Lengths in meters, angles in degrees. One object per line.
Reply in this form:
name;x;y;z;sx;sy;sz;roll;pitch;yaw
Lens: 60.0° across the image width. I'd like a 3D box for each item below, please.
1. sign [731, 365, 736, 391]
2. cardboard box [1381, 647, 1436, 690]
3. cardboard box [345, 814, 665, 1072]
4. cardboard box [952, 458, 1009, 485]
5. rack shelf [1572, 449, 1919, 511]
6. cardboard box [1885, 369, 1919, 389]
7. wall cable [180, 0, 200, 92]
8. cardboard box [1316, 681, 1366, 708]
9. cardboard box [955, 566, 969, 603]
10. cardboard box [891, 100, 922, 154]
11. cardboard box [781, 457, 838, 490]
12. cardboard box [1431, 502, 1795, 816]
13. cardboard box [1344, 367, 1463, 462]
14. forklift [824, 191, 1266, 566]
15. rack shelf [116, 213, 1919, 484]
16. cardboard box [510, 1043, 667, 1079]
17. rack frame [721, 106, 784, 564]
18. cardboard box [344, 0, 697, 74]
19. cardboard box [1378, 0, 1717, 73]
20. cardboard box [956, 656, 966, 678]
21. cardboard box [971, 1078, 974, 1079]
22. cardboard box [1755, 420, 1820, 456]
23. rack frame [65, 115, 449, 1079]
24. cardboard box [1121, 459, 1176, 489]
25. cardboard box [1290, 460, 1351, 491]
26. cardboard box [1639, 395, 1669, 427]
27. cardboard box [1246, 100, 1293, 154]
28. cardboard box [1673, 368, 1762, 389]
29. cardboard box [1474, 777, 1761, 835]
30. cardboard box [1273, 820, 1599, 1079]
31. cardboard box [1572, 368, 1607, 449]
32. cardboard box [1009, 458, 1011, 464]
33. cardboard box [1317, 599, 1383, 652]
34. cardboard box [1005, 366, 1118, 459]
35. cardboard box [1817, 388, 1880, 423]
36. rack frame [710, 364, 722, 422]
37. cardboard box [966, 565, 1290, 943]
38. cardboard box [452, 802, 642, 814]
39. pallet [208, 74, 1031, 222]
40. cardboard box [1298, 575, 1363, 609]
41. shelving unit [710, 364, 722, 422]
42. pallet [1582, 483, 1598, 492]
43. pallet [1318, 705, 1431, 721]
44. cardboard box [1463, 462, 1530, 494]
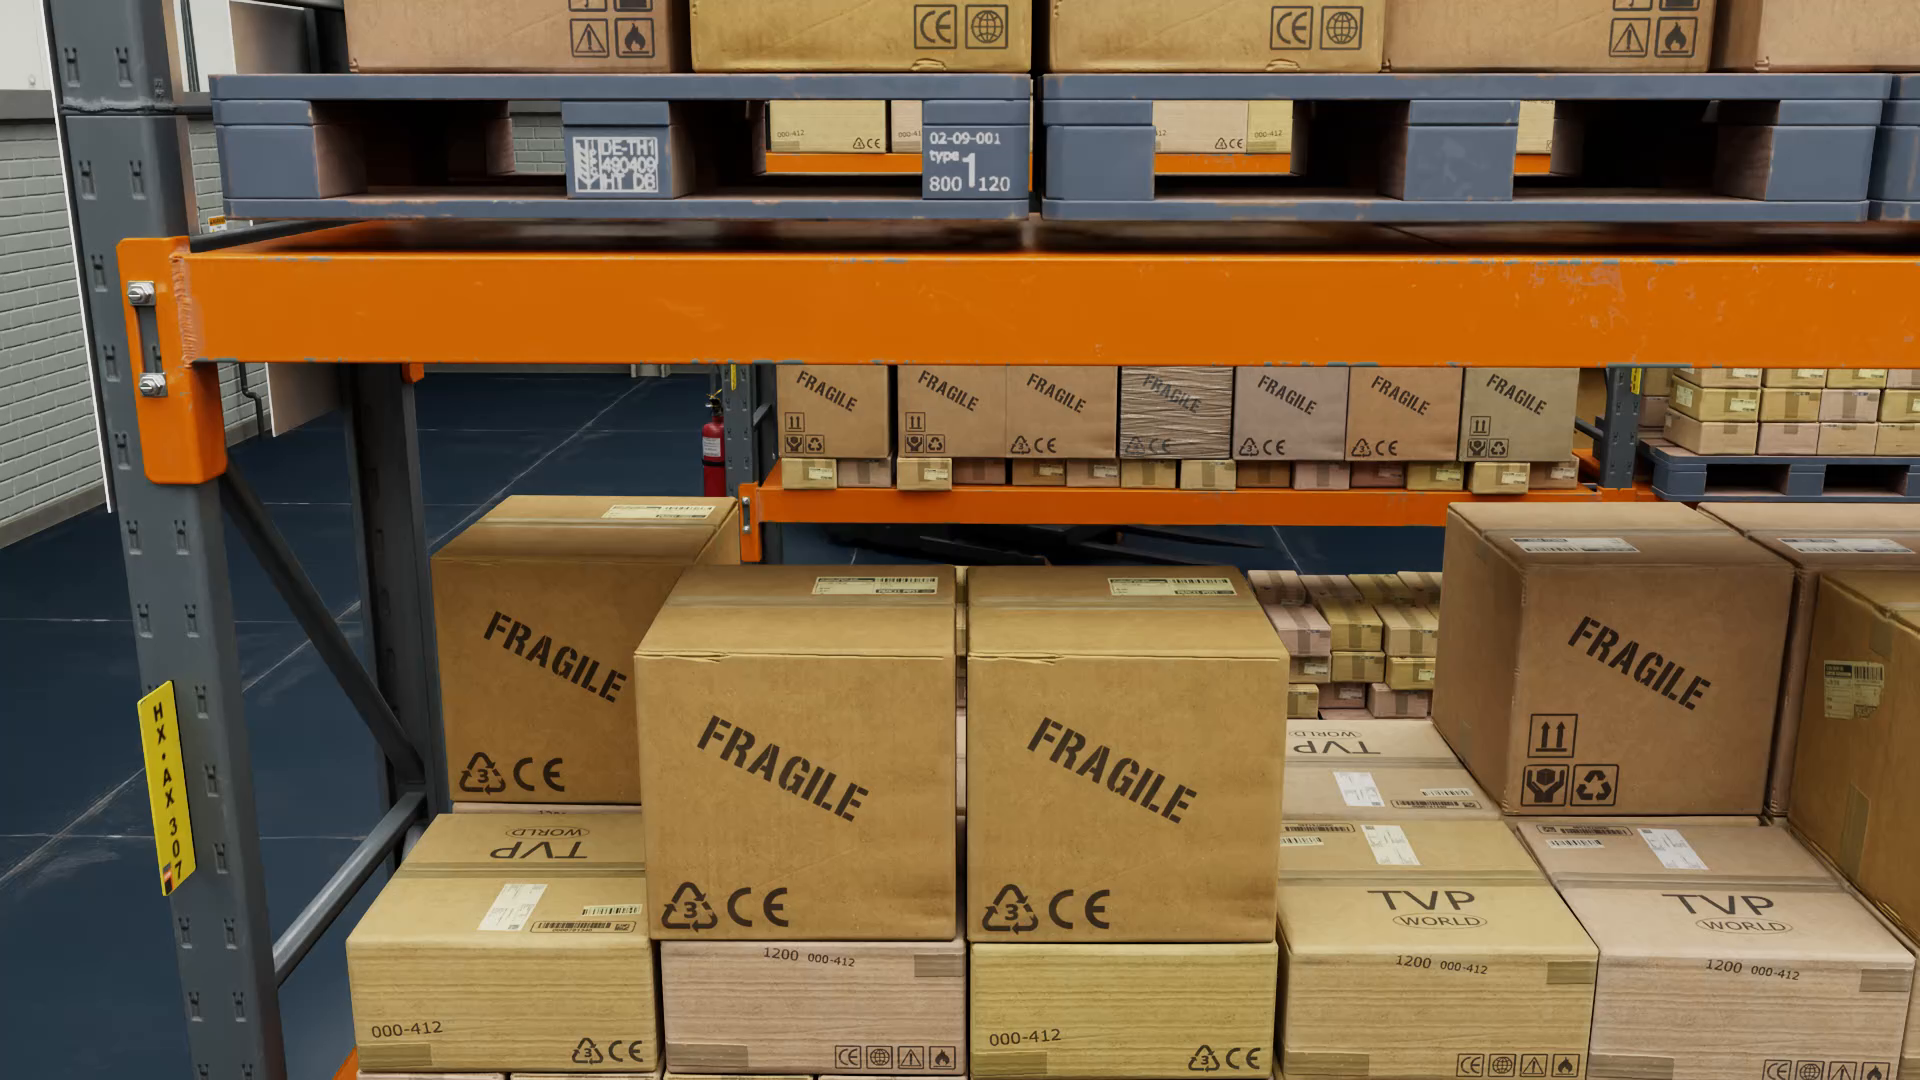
sign;-1.016;-0.837;7.436;0.005;0.325;0.100;0;15;1
cardboard box;2.135;0.584;7.929;0.250;0.149;0.380;0;15;-1
cardboard box;-0.757;0.708;2.987;0.500;0.250;0.500;0;15;0
cardboard box;0.099;-0.376;7.879;0.250;0.149;0.380;1;15;4
rack shelf;4.996;-0.170;8.014;4.000;0.370;1.077;0;15;1
cardboard box;4.163;-0.775;7.402;0.250;0.149;0.380;0;15;1
wall cable;-6.539;-5.606;15.375;0.133;3.039;2.988;0;15;1
cardboard box;1.812;0.688;8.118;0.250;0.149;0.380;0;15;0
cardboard box;0.046;0.255;8.592;0.250;0.149;0.380;0;15;0
cardboard box;-0.033;-1.862;7.432;0.500;0.250;0.500;1;15;3
cardboard box;-0.686;-0.350;7.778;0.250;0.149;0.380;0;15;1
cardboard box;1.284;0.224;3.353;0.500;0.500;0.500;0;15;0
cardboard box;1.987;-0.658;7.674;0.500;0.500;0.500;0;15;0
forklift;0.549;-1.309;11.057;3.031;2.935;1.130;10;18;32
rack shelf;0.770;-0.382;2.939;4.000;0.370;1.077;0;15;1
cardboard box;-0.627;0.917;2.978;0.250;0.149;0.380;0;15;1
rack frame;-1.002;-0.557;8.071;0.127;3.000;1.000;0;15;1
cardboard box;-0.708;-1.053;2.856;0.500;0.500;0.700;-1;15;-2
cardboard box;0.929;-1.051;2.847;0.500;0.500;0.700;1;15;4
cardboard box;0.035;0.539;8.100;0.250;0.149;0.380;1;15;2
cardboard box;0.144;0.921;2.960;0.250;0.149;0.380;0;15;0
cardboard box;3.656;-0.492;7.495;0.250;0.149;0.380;1;15;2
rack frame;-1.230;0.707;3.279;0.127;3.000;1.000;0;15;1
cardboard box;0.874;-0.353;7.789;0.250;0.149;0.380;1;15;3
cardboard box;1.650;-0.345;7.758;0.250;0.149;0.380;0;15;-1
cardboard box;3.399;-0.660;8.132;0.250;0.149;0.380;0;15;0
cardboard box;1.493;-1.852;7.395;0.500;0.250;0.500;0;15;1
cardboard box;3.379;-0.780;7.420;0.250;0.149;0.380;1;15;4
cardboard box;1.291;0.586;3.451;0.500;0.250;0.500;1;15;3
cardboard box;0.787;0.716;2.957;0.500;0.250;0.500;0;15;0
cardboard box;4.547;-0.982;13.024;0.875;0.875;0.875;1;15;3
cardboard box;0.348;-0.491;8.315;0.250;0.149;0.380;0;15;-1
cardboard box;1.872;0.408;8.012;0.250;0.149;0.380;1;15;3
cardboard box;0.465;-0.672;7.729;0.500;0.500;0.500;1;15;2
cardboard box;3.896;-0.634;7.448;0.250;0.149;0.380;1;15;3
rack frame;-1.768;-0.914;12.366;0.032;1.500;0.500;2;15;6
cardboard box;0.261;0.351;2.872;0.500;0.500;0.500;0;15;0
cardboard box;-0.738;0.571;3.505;0.500;0.250;0.500;0;15;1
pallet;-0.488;-0.698;2.899;1.213;0.211;1.003;0;15;1
cardboard box;1.869;0.300;8.422;0.250;0.149;0.380;0;15;0
shelving unit;-1.272;-0.900;12.312;1.083;1.500;0.587;2;15;6
pallet;5.018;-0.453;13.141;1.213;0.211;1.003;0;15;1
pallet;2.325;0.822;8.310;1.213;0.211;1.003;0;15;1
cardboard box;2.445;-0.325;7.686;0.250;0.149;0.380;0;15;0
